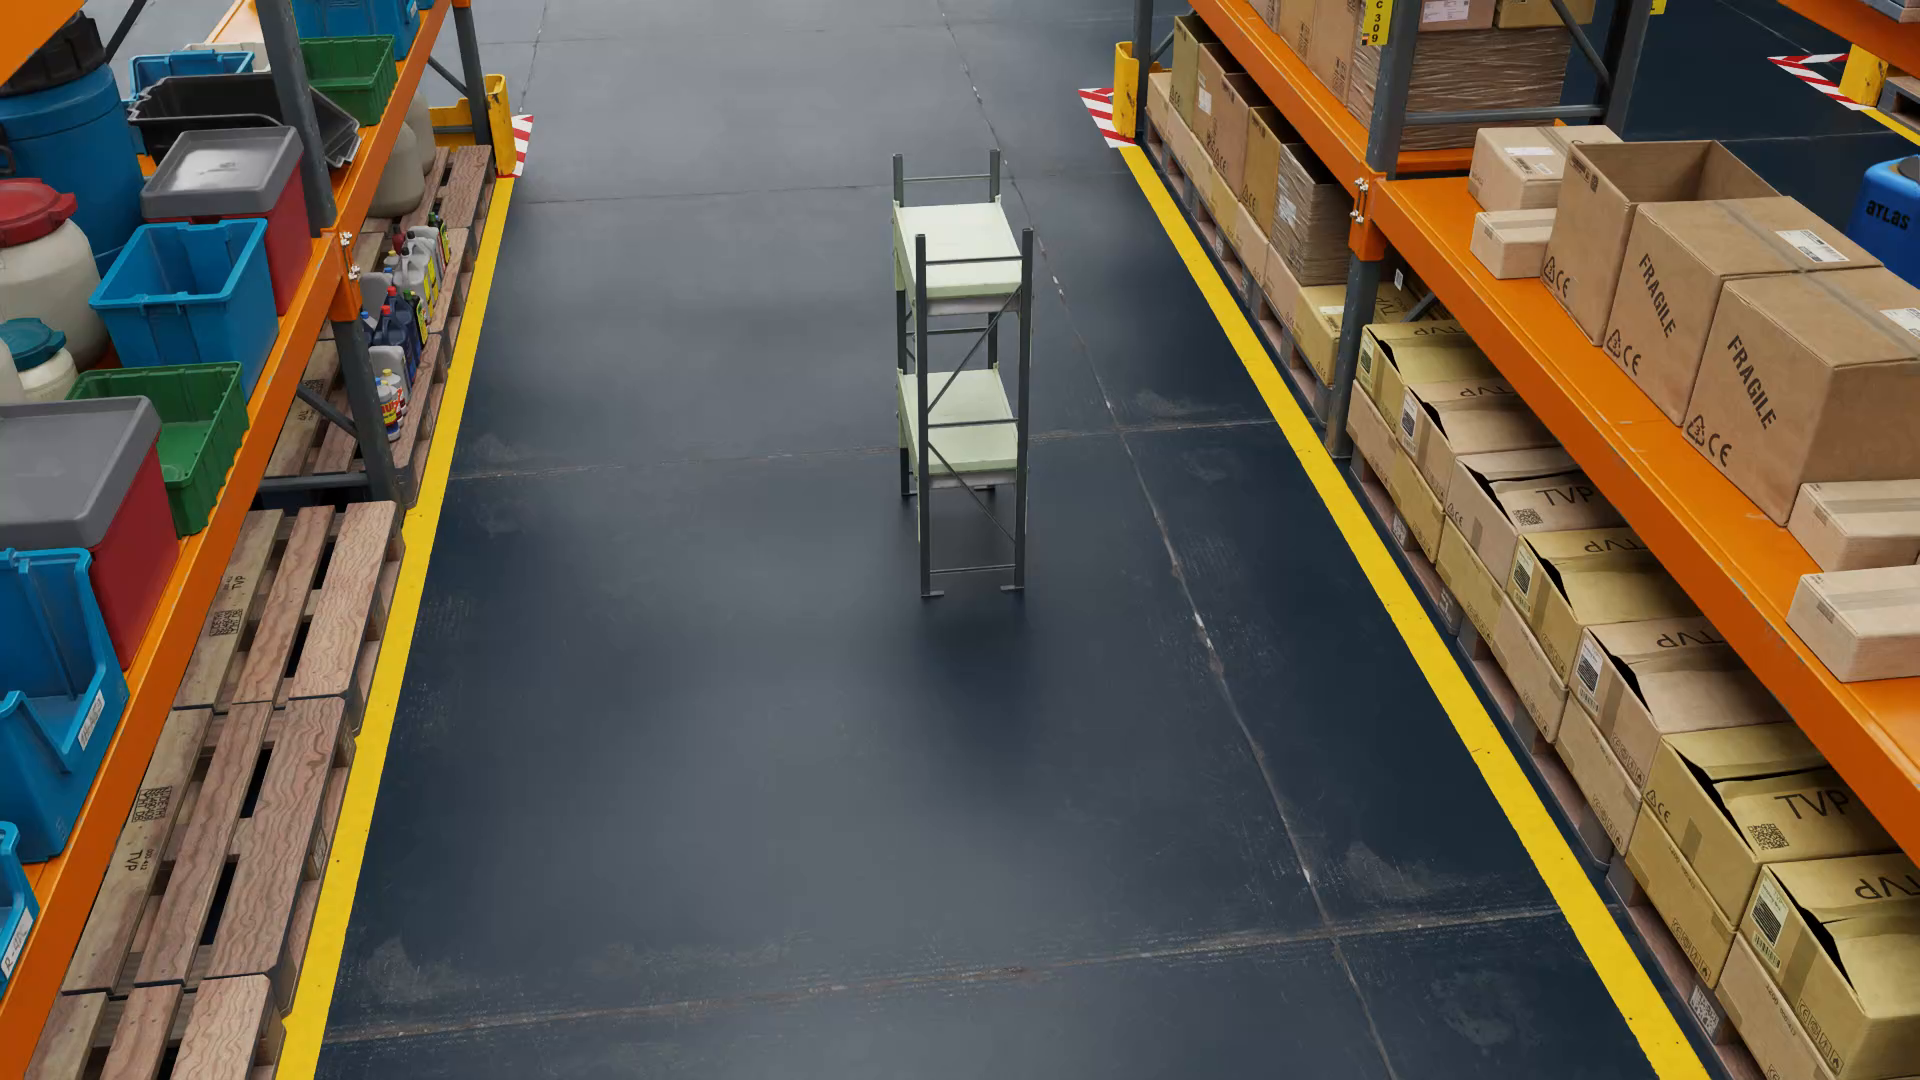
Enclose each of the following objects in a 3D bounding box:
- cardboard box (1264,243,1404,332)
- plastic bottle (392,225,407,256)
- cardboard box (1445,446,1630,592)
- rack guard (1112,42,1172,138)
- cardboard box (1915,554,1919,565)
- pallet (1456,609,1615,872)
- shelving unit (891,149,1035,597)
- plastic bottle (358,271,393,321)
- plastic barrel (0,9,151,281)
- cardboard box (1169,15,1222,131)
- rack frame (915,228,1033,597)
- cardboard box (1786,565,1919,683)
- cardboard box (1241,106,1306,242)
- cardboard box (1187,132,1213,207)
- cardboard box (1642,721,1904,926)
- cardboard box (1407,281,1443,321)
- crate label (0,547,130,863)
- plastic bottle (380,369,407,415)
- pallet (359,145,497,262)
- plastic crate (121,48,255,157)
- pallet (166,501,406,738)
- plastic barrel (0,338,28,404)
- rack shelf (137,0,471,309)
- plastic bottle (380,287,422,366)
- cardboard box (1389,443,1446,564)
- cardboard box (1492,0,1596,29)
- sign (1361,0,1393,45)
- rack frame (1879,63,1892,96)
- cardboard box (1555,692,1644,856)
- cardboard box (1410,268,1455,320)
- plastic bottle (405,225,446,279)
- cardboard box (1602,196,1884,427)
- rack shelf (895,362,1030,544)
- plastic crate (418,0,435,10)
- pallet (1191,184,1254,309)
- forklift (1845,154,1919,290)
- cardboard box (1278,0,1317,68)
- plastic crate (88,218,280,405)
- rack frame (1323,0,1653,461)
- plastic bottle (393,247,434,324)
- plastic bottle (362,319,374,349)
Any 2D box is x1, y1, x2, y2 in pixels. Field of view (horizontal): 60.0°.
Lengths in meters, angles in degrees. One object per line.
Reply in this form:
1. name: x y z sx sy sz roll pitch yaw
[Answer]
1. cardboard box: 1.776 -1.217 7.941 0.500 0.250 0.500 -4 35 -6
2. plastic bottle: -2.752 -1.433 8.211 0.061 0.283 0.133 -4 35 -6
3. cardboard box: 2.054 -0.109 5.817 0.500 0.311 0.500 -5 35 -8
4. rack guard: 1.571 -2.870 10.518 1.175 0.500 0.348 -4 35 -6
5. cardboard box: 2.722 0.098 4.022 0.500 0.311 0.500 -5 35 -7
6. pallet: 2.418 0.585 5.704 1.003 0.211 1.213 -4 35 -6
7. shelving unit: -0.001 -0.623 6.333 0.431 1.500 0.755 -4 35 -6
8. plastic bottle: -2.720 -1.140 7.787 0.152 0.276 0.135 -4 35 -6
9. plastic barrel: -3.045 -1.253 5.480 0.600 0.901 0.708 -4 35 -6
10. cardboard box: 1.495 -2.642 9.366 0.500 0.500 0.500 -4 35 -6
11. rack frame: 0.048 -0.419 6.033 0.400 1.500 0.023 -4 35 -6
12. cardboard box: 2.256 0.197 4.020 0.380 0.149 0.250 -4 35 -6
13. cardboard box: 1.707 -1.806 8.139 0.500 0.500 0.500 -4 35 -6
14. cardboard box: 1.564 -2.053 9.168 0.500 0.250 0.500 -4 35 -6
15. cardboard box: 2.260 0.742 4.568 0.500 0.311 0.500 -5 35 -7
16. cardboard box: 2.351 -0.977 7.588 0.500 0.250 0.500 -4 35 -6
17. crate label: -2.124 0.358 3.530 0.502 0.435 0.616 -4 35 -6
18. plastic bottle: -2.432 -0.635 7.112 0.097 0.201 0.097 0 34 0
19. pallet: -3.173 -1.872 9.309 1.003 0.211 1.213 -4 35 -6
20. plastic crate: -3.214 -1.820 6.889 0.499 0.251 0.616 -4 35 -6
21. pallet: -2.652 0.303 6.118 1.003 0.211 1.213 -4 35 -6
22. plastic barrel: -2.786 -0.381 4.525 0.433 0.535 0.433 0 34 0
23. rack shelf: -3.065 -2.103 7.812 1.077 0.370 4.000 -4 35 -6
24. plastic bottle: -2.519 -0.959 7.455 0.144 0.351 0.185 -6 35 -8
25. cardboard box: 1.989 -0.166 6.398 0.500 0.250 0.500 -4 34 -5
26. cardboard box: 2.268 -2.132 6.550 0.380 0.149 0.250 -4 35 -6
27. sign: 1.563 -2.005 6.190 0.100 0.325 0.005 -4 35 -6
28. rack frame: 6.483 -4.267 10.348 1.000 3.000 0.127 -4 35 -6
29. cardboard box: 2.201 0.694 5.137 0.500 0.250 0.500 -4 34 -5
30. cardboard box: 2.360 -1.287 7.378 0.500 0.500 0.500 -4 35 -6
31. plastic bottle: -2.646 -1.439 8.225 0.152 0.276 0.135 -4 34 -6
32. cardboard box: 2.338 -0.696 5.018 0.500 0.500 0.500 -4 35 -6
33. rack shelf: -0.001 -0.354 6.517 0.431 0.370 0.720 -4 35 -6
34. plastic crate: -2.889 -2.836 8.380 0.499 0.251 0.408 -4 35 -6
35. pallet: 1.880 -1.635 8.961 1.003 0.211 1.213 -4 35 -6
36. forklift: 5.004 -1.316 6.079 1.130 2.935 3.031 -14 37 -20
37. cardboard box: 1.906 -2.520 7.696 0.700 0.500 0.500 -4 34 -6
38. plastic crate: -2.340 -0.686 5.107 0.392 0.384 0.575 -4 35 -6
39. rack frame: 2.113 -1.658 6.519 1.000 3.000 0.127 -4 35 -6
40. plastic bottle: -2.576 -1.196 7.803 0.144 0.351 0.185 -5 35 -7
41. plastic bottle: -2.637 -0.843 7.285 0.144 0.351 0.185 -4 35 -6
